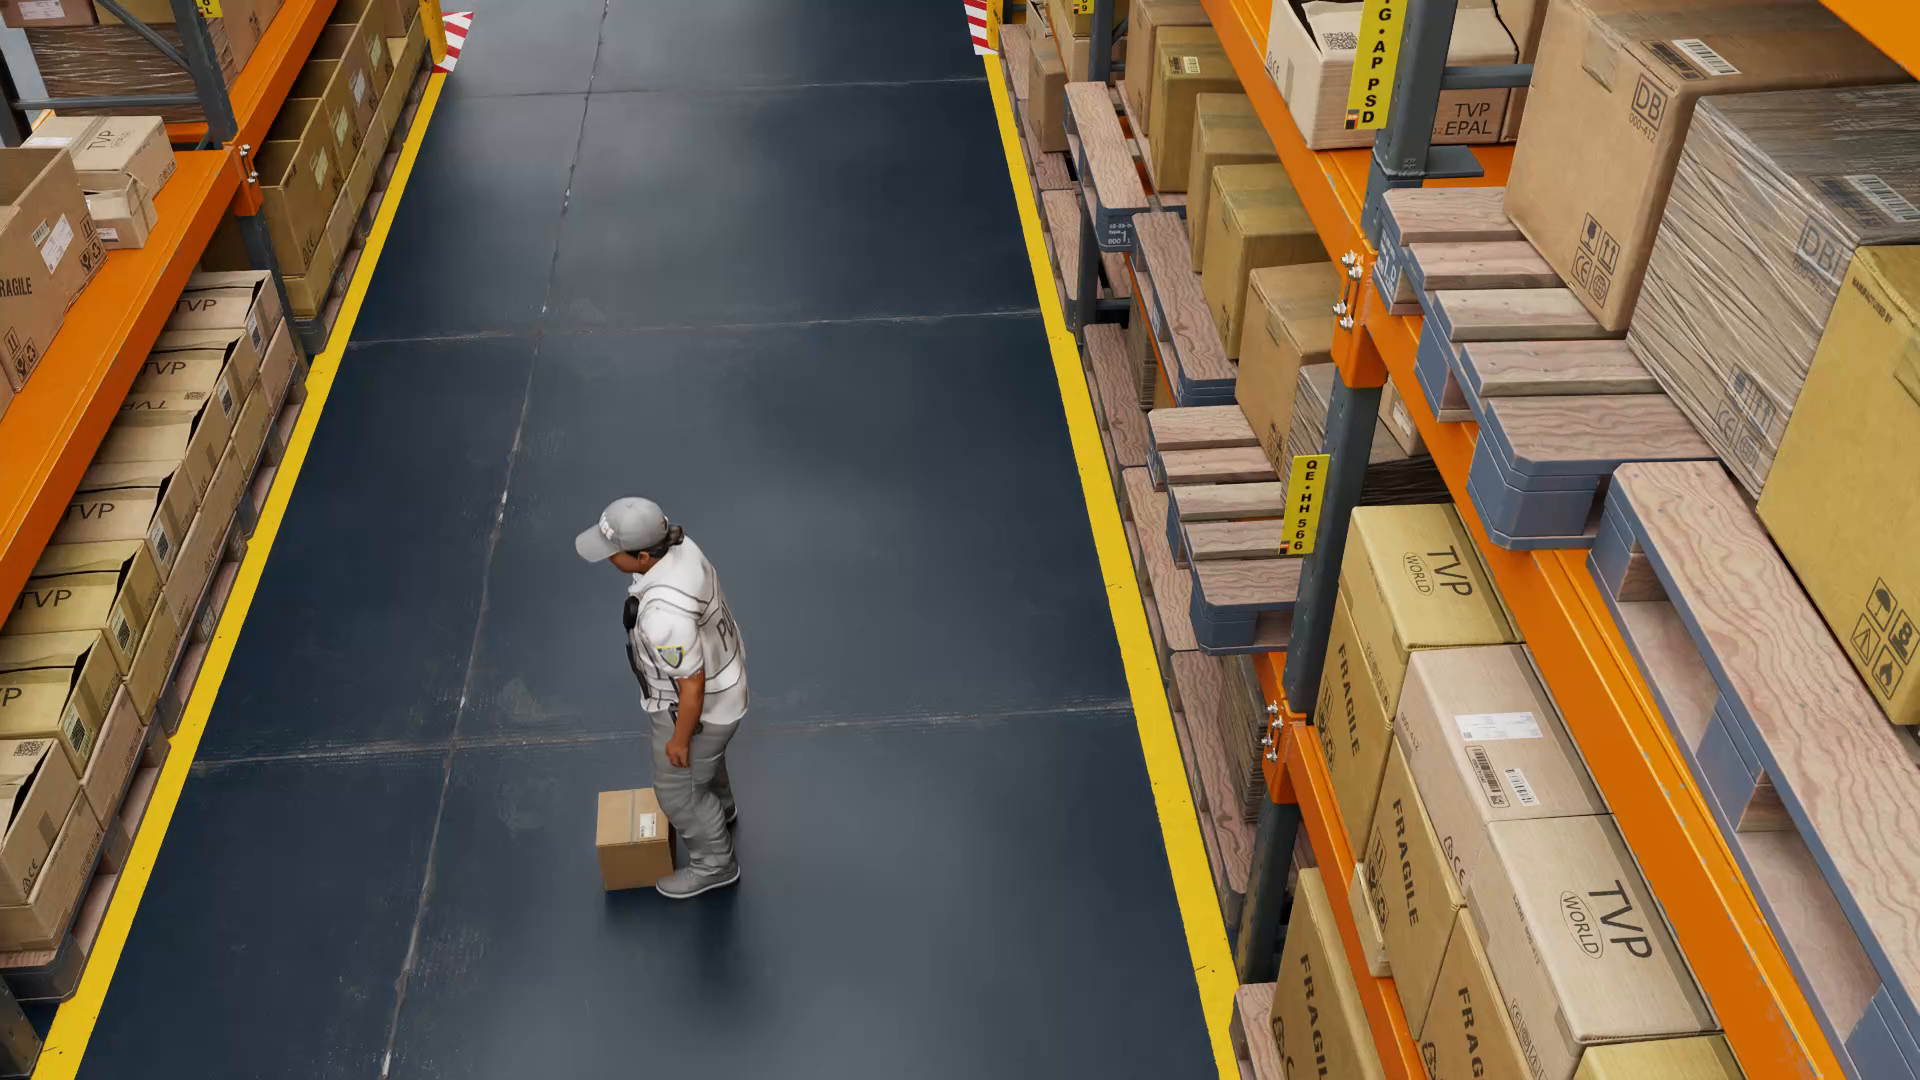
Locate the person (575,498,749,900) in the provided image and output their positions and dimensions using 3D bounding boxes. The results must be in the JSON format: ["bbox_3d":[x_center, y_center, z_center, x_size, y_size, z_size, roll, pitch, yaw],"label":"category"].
[{"bbox_3d":[-0.940,0.502,5.538,0.467,1.665,0.556,-5,40,-6],"label":"person"}]
